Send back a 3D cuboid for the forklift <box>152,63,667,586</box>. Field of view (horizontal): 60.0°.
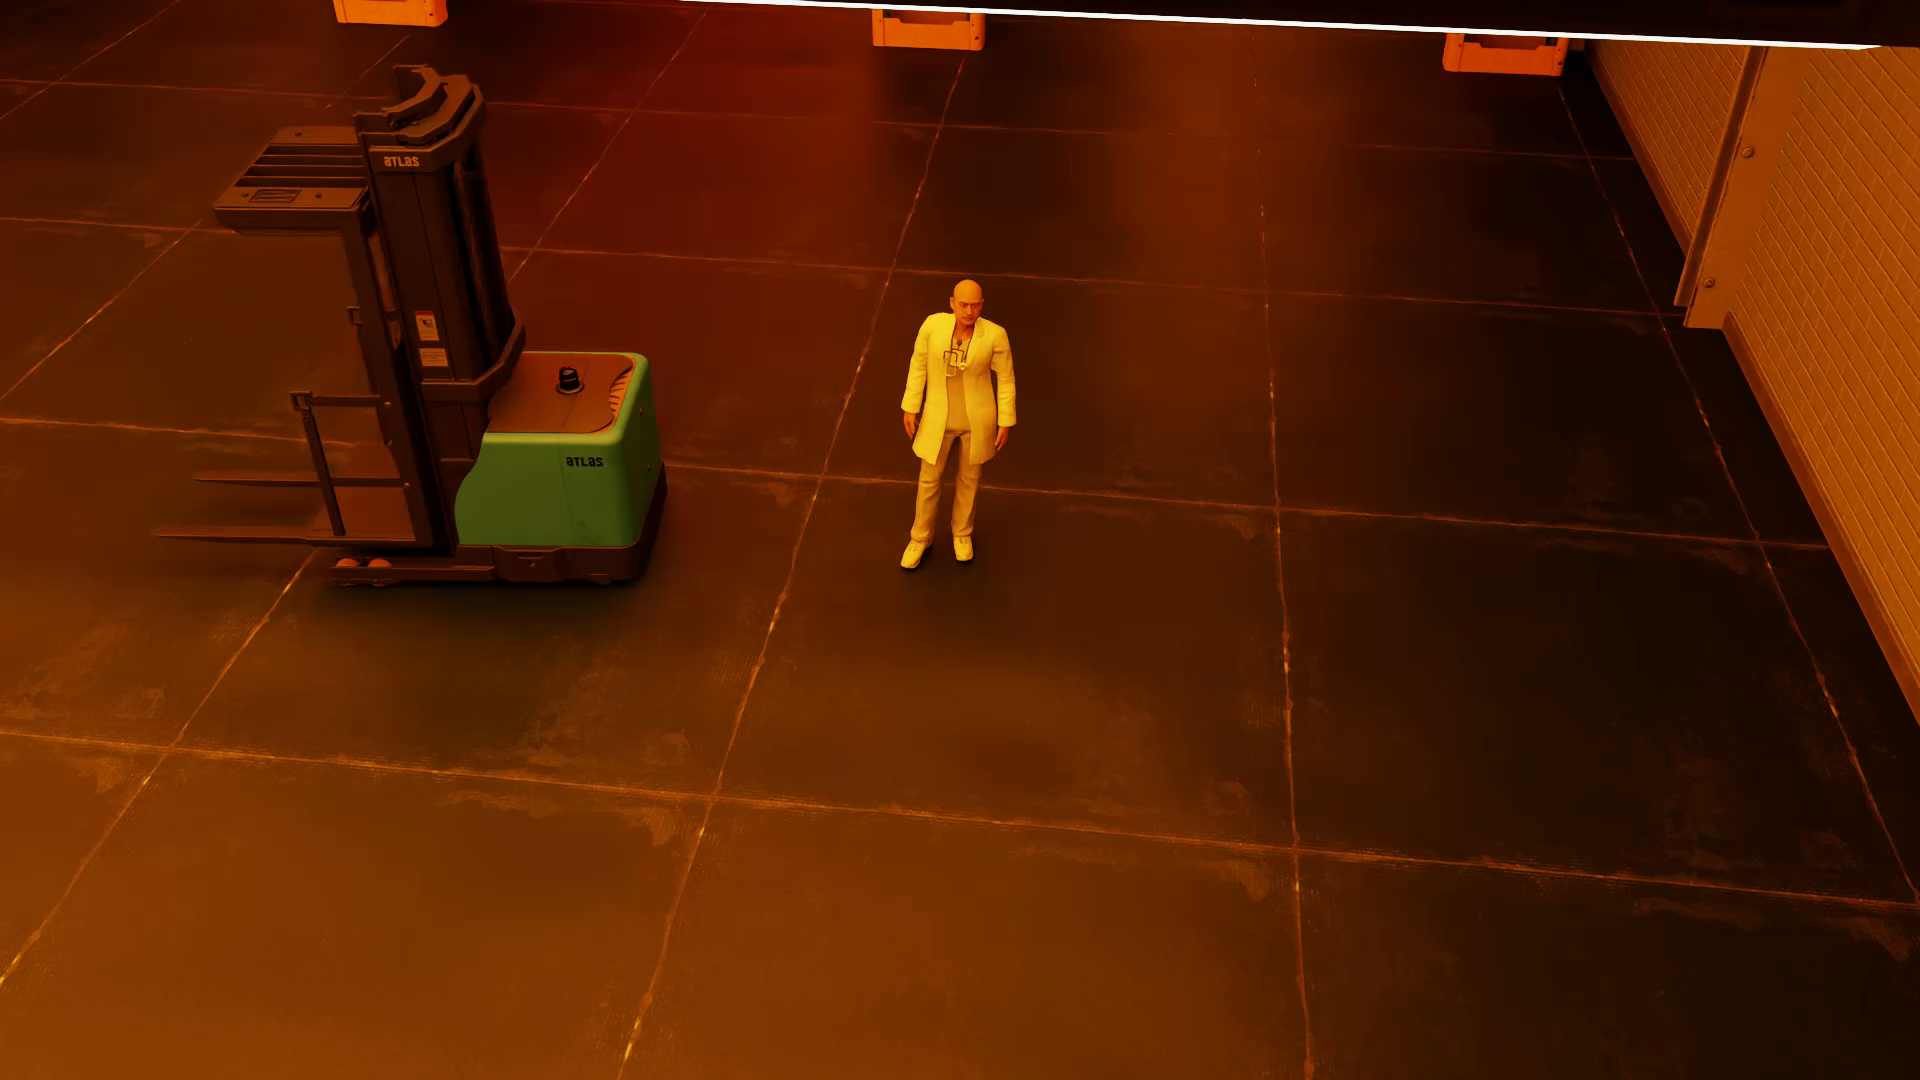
[{"bbox_3d":[-3.427,-1.211,9.673,3.031,2.935,1.130,1,36,1],"label":"forklift"}]

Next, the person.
[{"bbox_3d":[-0.016,-0.663,9.901,0.696,1.763,0.581,4,37,6],"label":"person"}]
